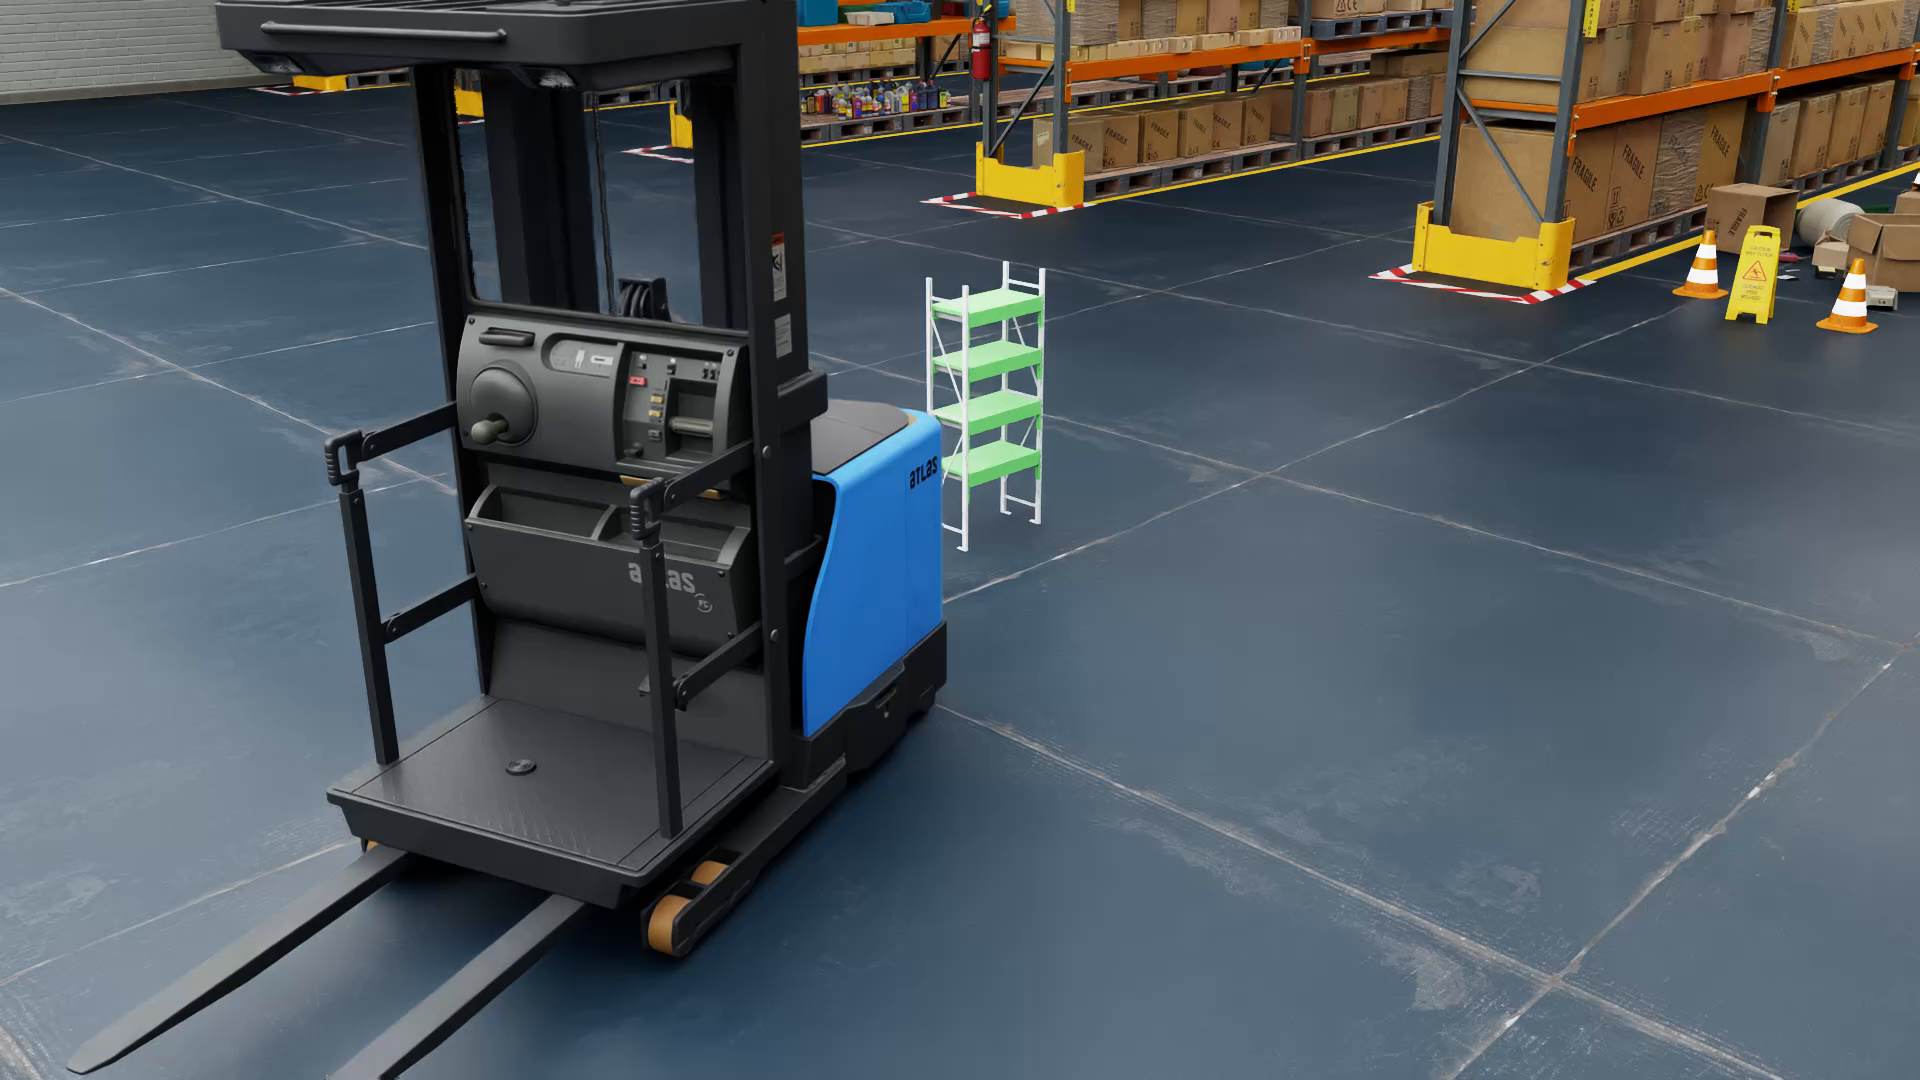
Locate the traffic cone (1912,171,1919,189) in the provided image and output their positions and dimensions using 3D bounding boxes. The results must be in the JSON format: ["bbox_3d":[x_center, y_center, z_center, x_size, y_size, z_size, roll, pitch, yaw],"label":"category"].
[{"bbox_3d":[8.910,-3.258,15.407,0.336,0.463,0.334,19,28,41],"label":"traffic cone"}]

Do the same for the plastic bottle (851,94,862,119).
[{"bbox_3d":[-1.270,-5.334,20.443,0.133,0.283,0.061,-20,28,-41],"label":"plastic bottle"}]

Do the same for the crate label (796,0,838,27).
[{"bbox_3d":[-1.839,-6.512,20.286,0.502,0.435,0.616,19,28,41],"label":"crate label"}]

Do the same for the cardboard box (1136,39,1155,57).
[{"bbox_3d":[1.701,-4.863,16.396,0.380,0.149,0.250,19,28,41],"label":"cardboard box"}]

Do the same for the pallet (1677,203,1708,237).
[{"bbox_3d":[6.306,-2.998,15.081,1.003,0.211,1.213,19,28,41],"label":"pallet"}]

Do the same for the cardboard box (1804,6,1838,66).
[{"bbox_3d":[7.804,-4.720,15.535,0.500,0.500,0.500,20,28,41],"label":"cardboard box"}]

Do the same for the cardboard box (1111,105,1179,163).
[{"bbox_3d":[1.910,-4.219,17.269,0.500,0.500,0.500,-17,27,-37],"label":"cardboard box"}]

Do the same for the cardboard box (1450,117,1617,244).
[{"bbox_3d":[4.528,-2.843,13.166,0.875,0.875,0.875,19,28,41],"label":"cardboard box"}]

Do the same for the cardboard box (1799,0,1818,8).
[{"bbox_3d":[7.592,-5.251,15.522,0.700,0.500,0.500,19,28,40],"label":"cardboard box"}]

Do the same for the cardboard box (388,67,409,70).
[{"bbox_3d":[-9.083,-7.686,26.526,0.500,0.311,0.500,-17,27,-38],"label":"cardboard box"}]

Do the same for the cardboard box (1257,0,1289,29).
[{"bbox_3d":[3.051,-5.828,18.004,0.875,0.500,0.500,19,28,41],"label":"cardboard box"}]

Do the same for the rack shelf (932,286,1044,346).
[{"bbox_3d":[0.115,-0.991,7.321,0.258,0.148,0.480,19,28,41],"label":"rack shelf"}]

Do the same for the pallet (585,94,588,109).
[{"bbox_3d":[-5.972,-6.101,23.153,1.003,0.211,1.213,19,28,41],"label":"pallet"}]

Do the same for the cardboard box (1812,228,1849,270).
[{"bbox_3d":[7.013,-2.297,13.180,0.258,0.266,0.396,-14,25,-33],"label":"cardboard box"}]

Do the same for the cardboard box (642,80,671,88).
[{"bbox_3d":[-4.546,-6.704,24.082,0.500,0.250,0.500,19,28,41],"label":"cardboard box"}]

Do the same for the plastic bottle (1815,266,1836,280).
[{"bbox_3d":[6.716,-2.082,12.905,0.133,0.061,0.283,9,23,23],"label":"plastic bottle"}]

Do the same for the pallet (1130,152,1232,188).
[{"bbox_3d":[2.115,-3.945,17.544,1.003,0.211,1.213,19,28,41],"label":"pallet"}]

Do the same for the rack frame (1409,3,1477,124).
[{"bbox_3d":[6.200,-6.771,21.011,1.000,3.000,0.127,19,28,41],"label":"rack frame"}]

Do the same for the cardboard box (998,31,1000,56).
[{"bbox_3d":[0.342,-8.599,28.638,0.500,0.500,0.500,19,28,40],"label":"cardboard box"}]

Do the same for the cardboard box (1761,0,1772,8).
[{"bbox_3d":[6.611,-4.964,14.593,0.875,0.550,0.550,19,28,41],"label":"cardboard box"}]

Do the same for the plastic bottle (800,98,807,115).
[{"bbox_3d":[-1.962,-5.436,20.823,0.097,0.201,0.097,0,21,0],"label":"plastic bottle"}]

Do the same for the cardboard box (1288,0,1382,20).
[{"bbox_3d":[4.064,-6.388,18.593,1.000,1.000,1.000,19,28,41],"label":"cardboard box"}]

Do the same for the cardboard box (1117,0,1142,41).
[{"bbox_3d":[1.285,-5.194,16.352,0.875,0.500,0.500,19,28,41],"label":"cardboard box"}]

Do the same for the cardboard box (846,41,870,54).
[{"bbox_3d":[-1.796,-7.965,26.583,0.500,0.311,0.500,19,28,40],"label":"cardboard box"}]

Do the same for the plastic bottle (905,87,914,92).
[{"bbox_3d":[-0.639,-5.660,21.304,0.152,0.276,0.135,19,28,41],"label":"plastic bottle"}]

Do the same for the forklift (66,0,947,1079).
[{"bbox_3d":[-1.121,-0.397,4.521,1.130,2.935,3.031,9,23,23],"label":"forklift"}]

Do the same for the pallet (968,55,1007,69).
[{"bbox_3d":[0.504,-8.445,29.251,1.003,0.211,1.213,19,28,41],"label":"pallet"}]

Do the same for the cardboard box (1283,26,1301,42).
[{"bbox_3d":[3.470,-5.497,18.046,0.380,0.149,0.250,19,28,41],"label":"cardboard box"}]

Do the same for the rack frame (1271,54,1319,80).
[{"bbox_3d":[5.442,-9.039,26.911,1.000,3.000,0.127,19,28,41],"label":"rack frame"}]

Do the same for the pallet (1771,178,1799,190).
[{"bbox_3d":[7.377,-3.391,16.104,1.003,0.211,1.213,19,28,41],"label":"pallet"}]

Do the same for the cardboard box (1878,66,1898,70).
[{"bbox_3d":[10.317,-5.257,18.925,0.500,0.250,0.500,-20,28,-41],"label":"cardboard box"}]

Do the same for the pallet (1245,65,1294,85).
[{"bbox_3d":[4.874,-7.550,26.923,1.003,0.211,1.213,19,28,41],"label":"pallet"}]

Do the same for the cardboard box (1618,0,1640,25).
[{"bbox_3d":[4.707,-4.272,12.793,0.875,0.550,0.550,19,28,41],"label":"cardboard box"}]

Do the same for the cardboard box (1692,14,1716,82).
[{"bbox_3d":[5.816,-4.192,14.090,0.875,0.550,0.550,19,28,41],"label":"cardboard box"}]

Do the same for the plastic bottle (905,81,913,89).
[{"bbox_3d":[-0.675,-5.942,22.044,0.097,0.271,0.097,0,21,0],"label":"plastic bottle"}]

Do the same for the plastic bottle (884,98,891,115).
[{"bbox_3d":[-0.920,-5.434,20.818,0.097,0.201,0.097,0,21,0],"label":"plastic bottle"}]

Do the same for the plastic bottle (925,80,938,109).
[{"bbox_3d":[-0.382,-5.714,21.339,0.144,0.351,0.185,18,28,39],"label":"plastic bottle"}]

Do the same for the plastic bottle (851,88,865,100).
[{"bbox_3d":[-1.304,-5.625,21.211,0.152,0.276,0.135,19,28,41],"label":"plastic bottle"}]

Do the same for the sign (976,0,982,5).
[{"bbox_3d":[0.247,-6.971,21.146,0.100,0.325,0.005,19,28,41],"label":"sign"}]

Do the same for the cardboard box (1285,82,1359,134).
[{"bbox_3d":[4.200,-5.052,19.409,0.700,0.500,0.500,19,28,40],"label":"cardboard box"}]

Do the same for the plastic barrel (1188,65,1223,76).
[{"bbox_3d":[3.768,-7.502,25.687,0.600,0.588,0.708,19,28,41],"label":"plastic barrel"}]

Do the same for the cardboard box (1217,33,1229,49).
[{"bbox_3d":[2.563,-5.188,17.242,0.380,0.149,0.250,19,28,41],"label":"cardboard box"}]

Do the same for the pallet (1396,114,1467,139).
[{"bbox_3d":[5.654,-5.269,20.989,1.003,0.211,1.213,19,28,41],"label":"pallet"}]

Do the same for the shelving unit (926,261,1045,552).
[{"bbox_3d":[0.115,-0.603,7.470,0.258,1.200,0.503,19,28,41],"label":"shelving unit"}]

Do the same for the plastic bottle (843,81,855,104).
[{"bbox_3d":[-1.428,-5.690,21.277,0.144,0.351,0.185,19,28,40],"label":"plastic bottle"}]

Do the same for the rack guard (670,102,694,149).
[{"bbox_3d":[-2.910,-4.819,19.416,1.175,0.500,0.348,19,28,41],"label":"rack guard"}]

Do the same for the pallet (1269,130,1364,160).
[{"bbox_3d":[3.952,-4.642,19.358,1.003,0.211,1.213,19,28,41],"label":"pallet"}]

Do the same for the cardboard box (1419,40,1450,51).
[{"bbox_3d":[6.696,-6.148,21.765,1.225,0.875,0.875,18,27,38],"label":"cardboard box"}]

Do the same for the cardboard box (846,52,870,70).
[{"bbox_3d":[-1.797,-7.706,26.690,0.500,0.250,0.500,-19,28,-41],"label":"cardboard box"}]

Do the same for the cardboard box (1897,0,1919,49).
[{"bbox_3d":[9.562,-5.368,17.219,0.500,0.500,0.500,19,28,41],"label":"cardboard box"}]

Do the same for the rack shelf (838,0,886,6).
[{"bbox_3d":[-2.290,-8.402,26.255,1.077,0.370,4.000,19,28,41],"label":"rack shelf"}]
